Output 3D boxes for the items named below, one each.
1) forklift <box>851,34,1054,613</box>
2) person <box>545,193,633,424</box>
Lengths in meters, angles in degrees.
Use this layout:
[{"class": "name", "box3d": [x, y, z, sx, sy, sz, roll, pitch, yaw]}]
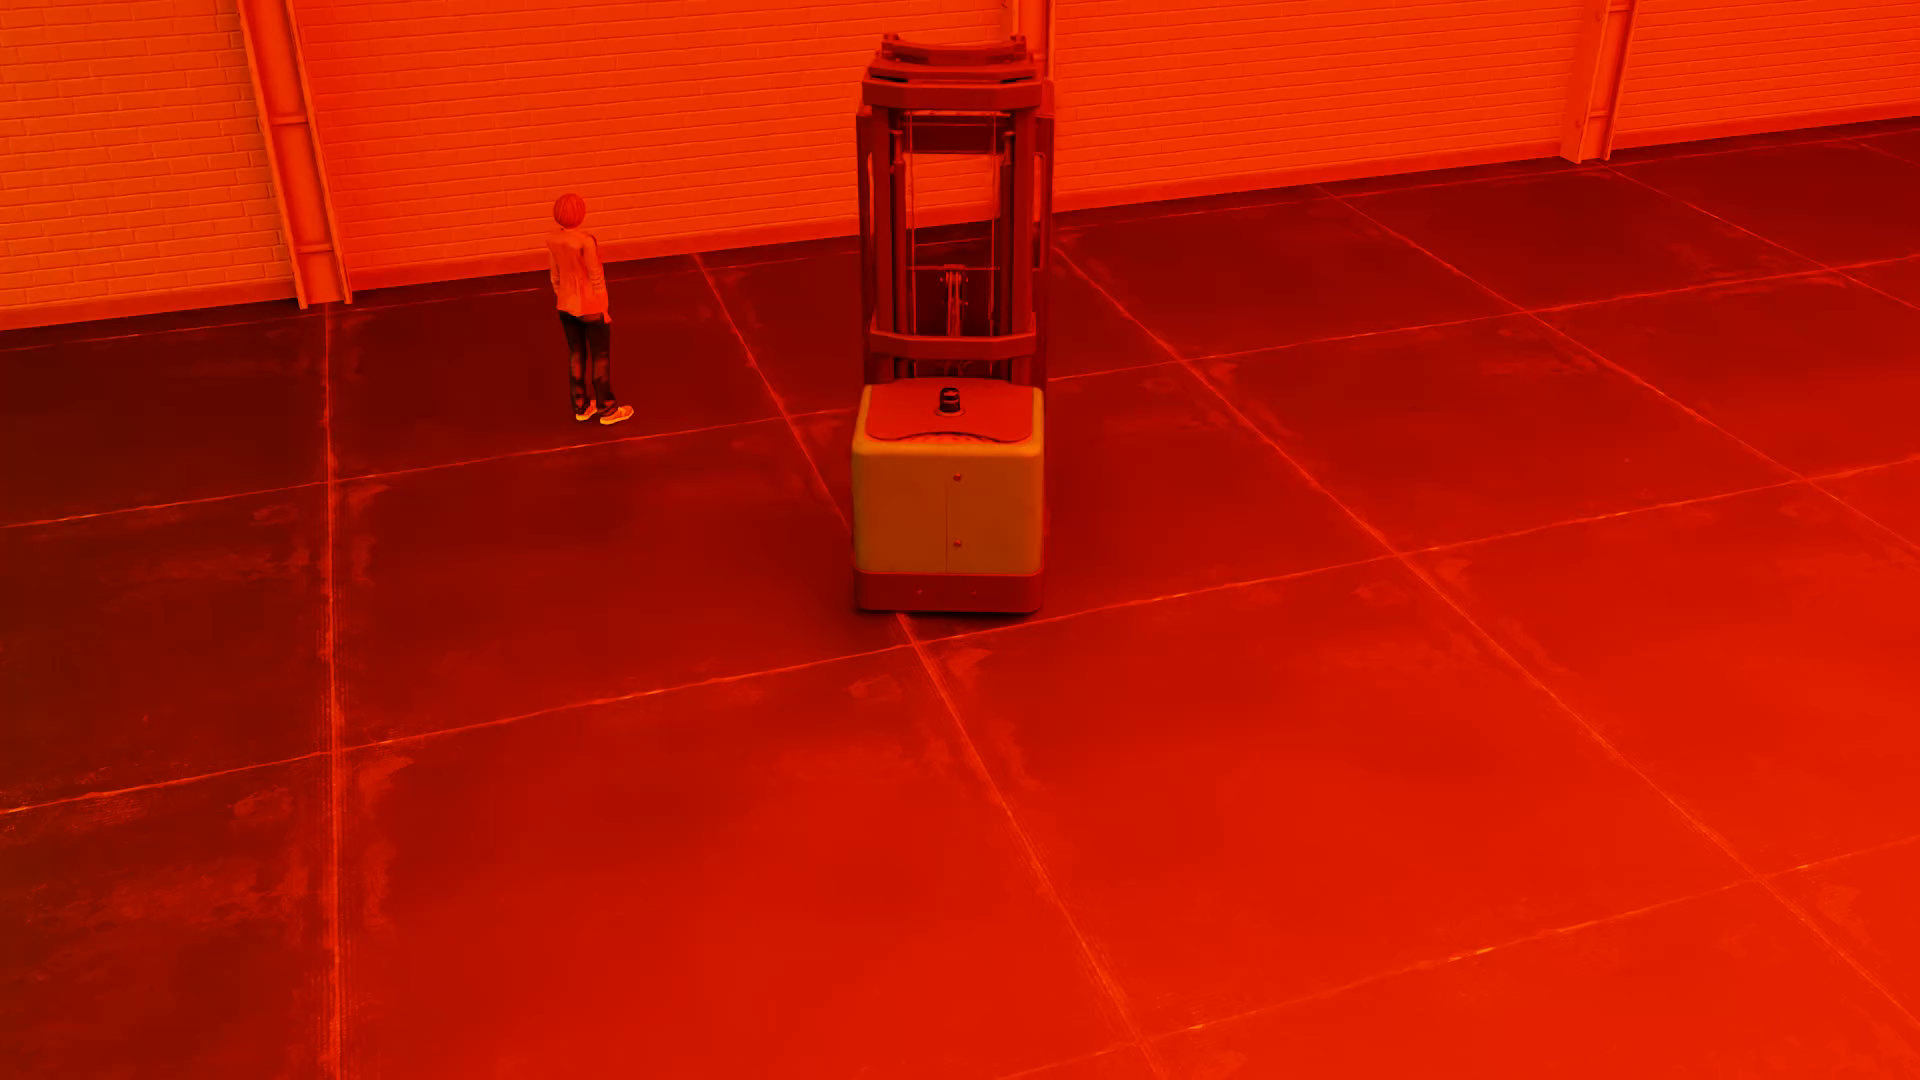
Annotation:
[{"class": "forklift", "box3d": [-0.017, -1.567, 9.811, 1.130, 2.935, 3.031, 1, 30, 2]}, {"class": "person", "box3d": [-2.504, -1.539, 11.098, 0.411, 1.602, 0.331, 13, 32, 21]}]
